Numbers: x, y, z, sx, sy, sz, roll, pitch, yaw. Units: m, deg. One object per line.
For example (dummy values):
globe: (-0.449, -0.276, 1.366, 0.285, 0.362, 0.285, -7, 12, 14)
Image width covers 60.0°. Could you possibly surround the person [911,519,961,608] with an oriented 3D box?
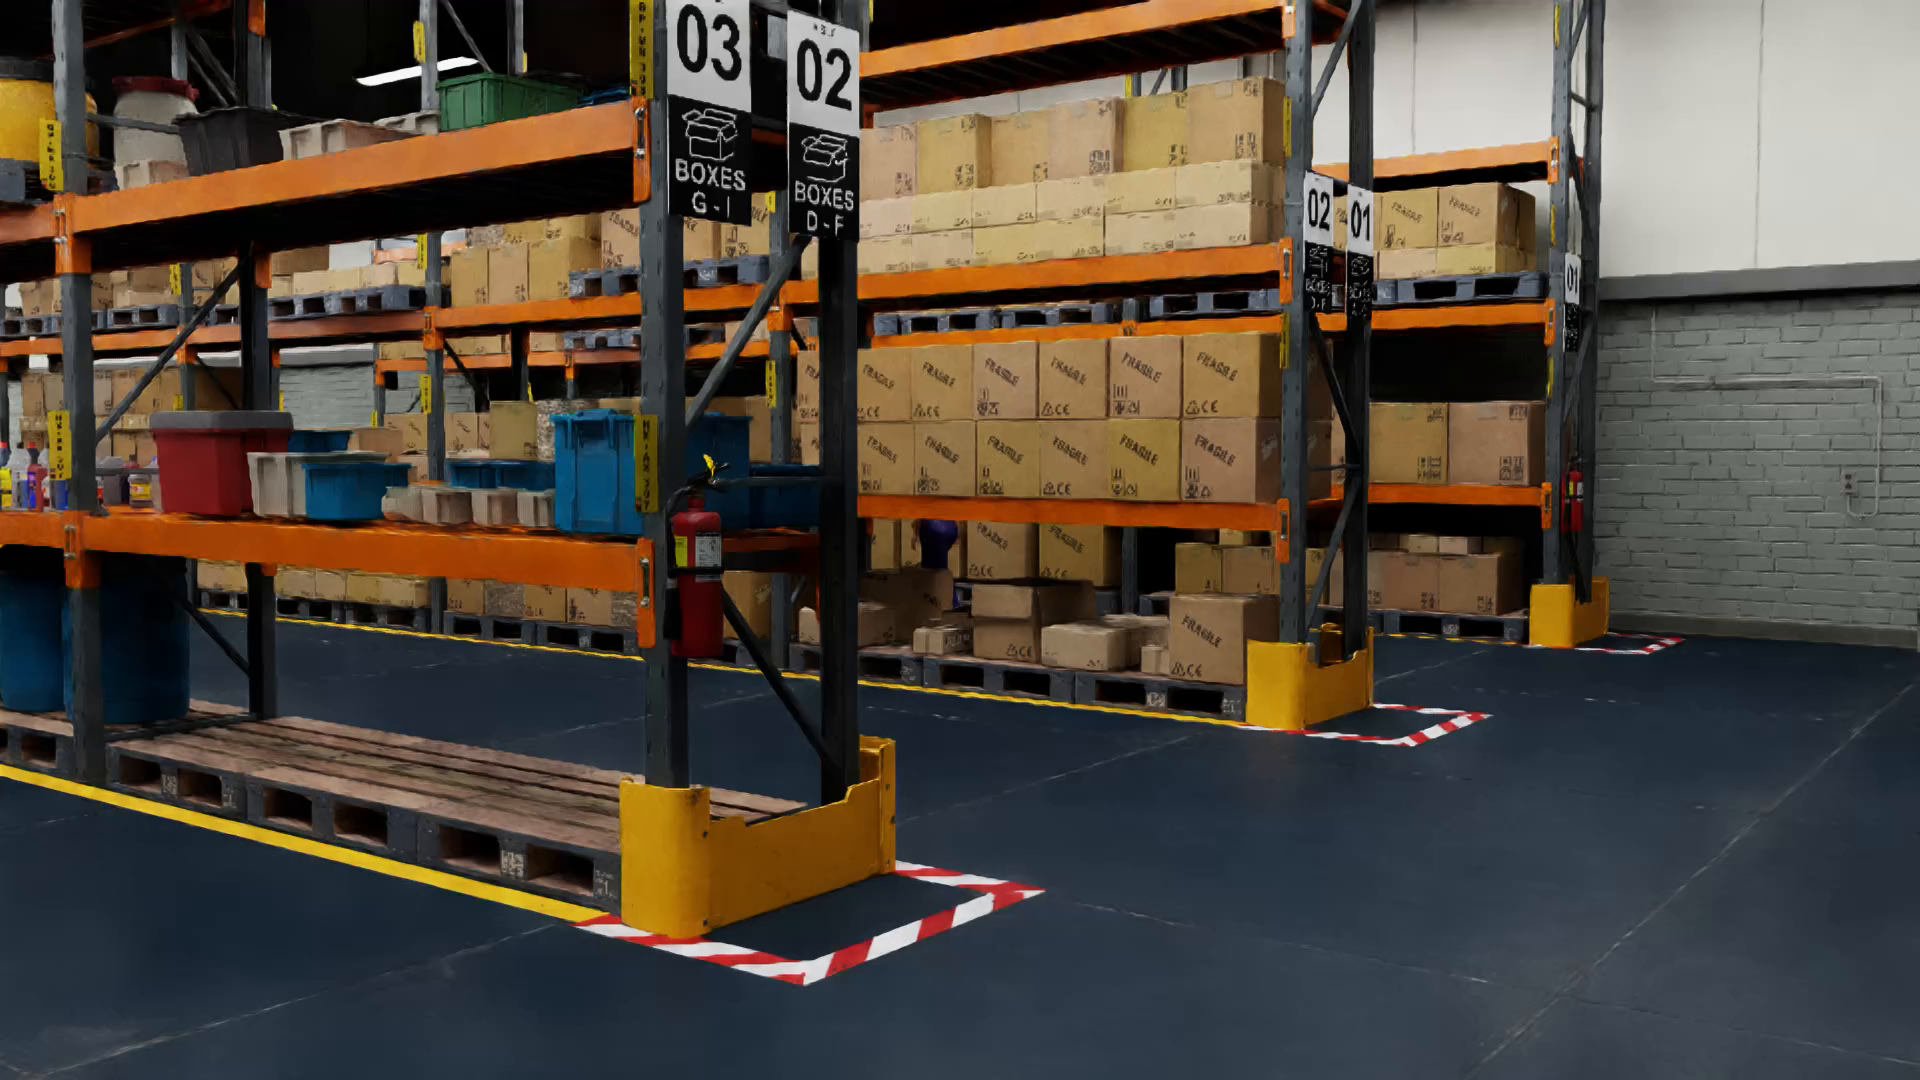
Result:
person: (-0.212, -0.034, 15.236, 0.558, 1.652, 0.501, 2, 4, 29)
